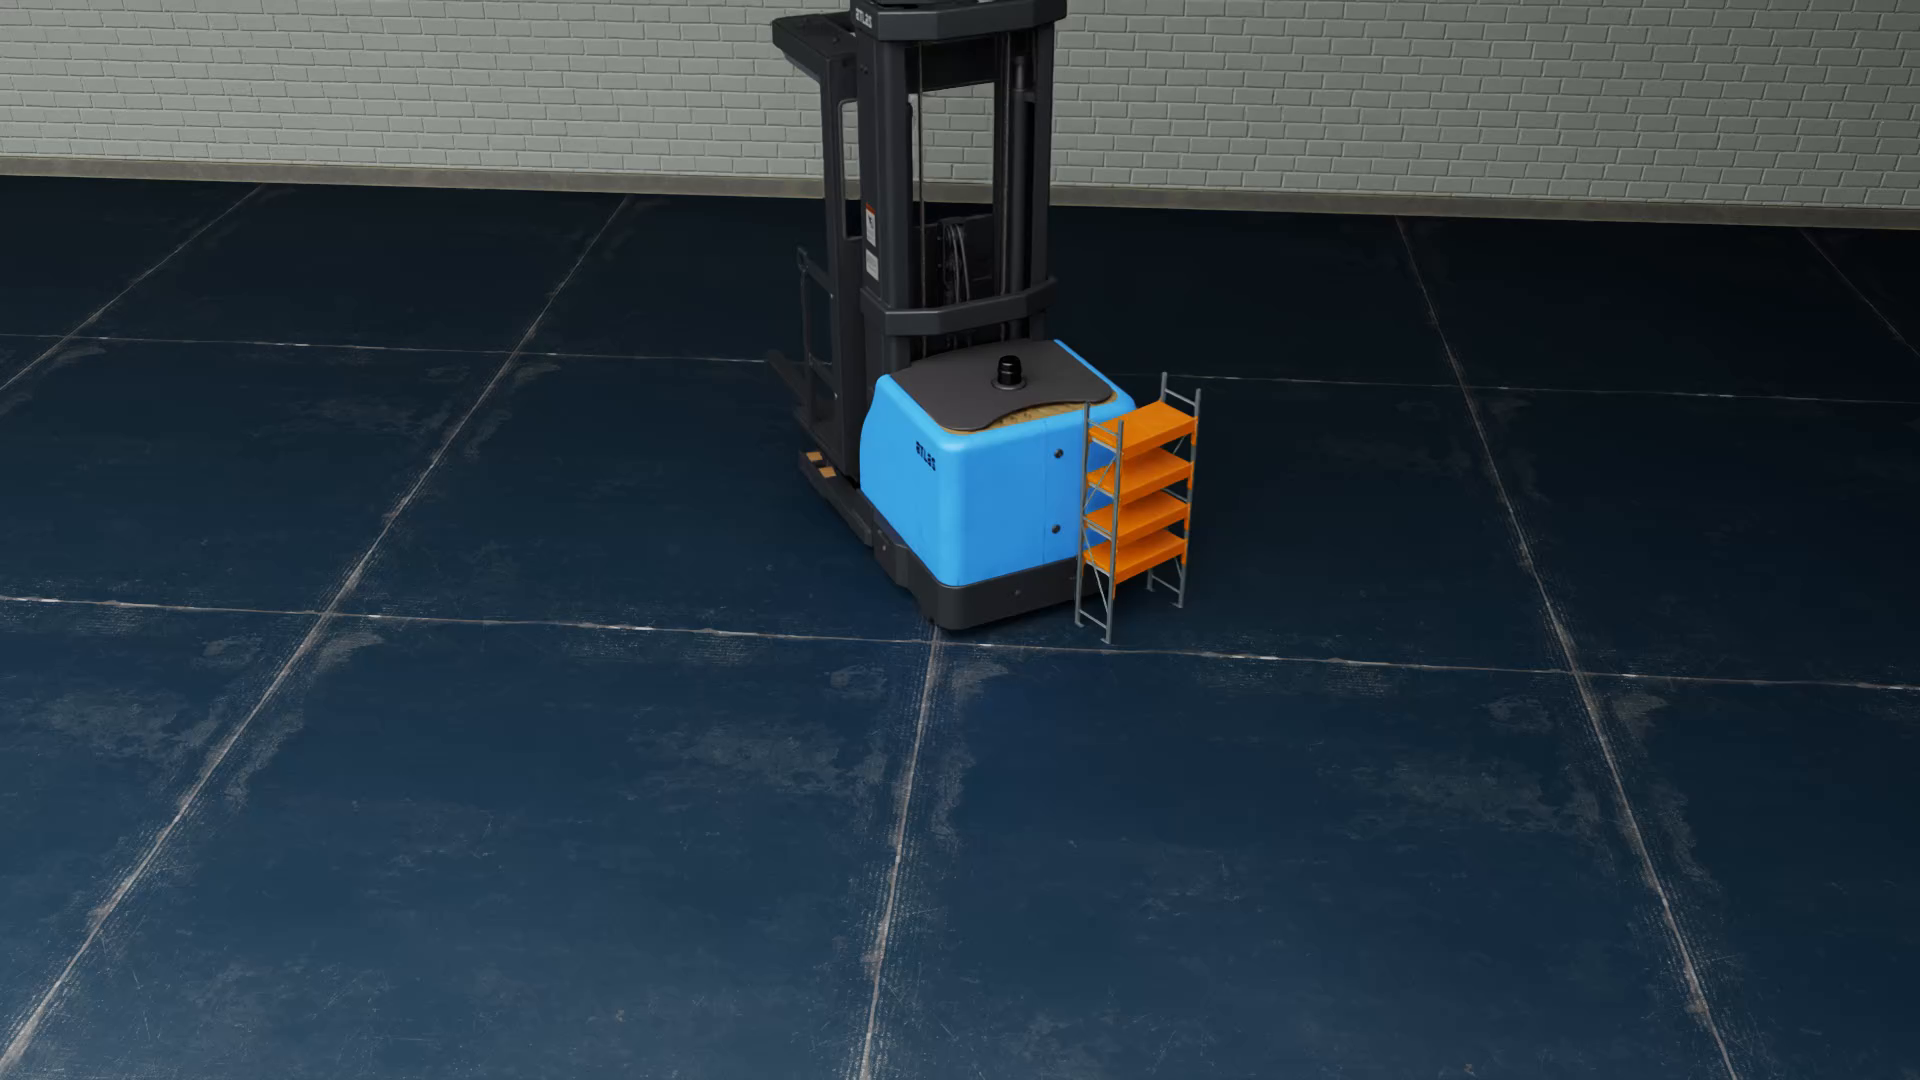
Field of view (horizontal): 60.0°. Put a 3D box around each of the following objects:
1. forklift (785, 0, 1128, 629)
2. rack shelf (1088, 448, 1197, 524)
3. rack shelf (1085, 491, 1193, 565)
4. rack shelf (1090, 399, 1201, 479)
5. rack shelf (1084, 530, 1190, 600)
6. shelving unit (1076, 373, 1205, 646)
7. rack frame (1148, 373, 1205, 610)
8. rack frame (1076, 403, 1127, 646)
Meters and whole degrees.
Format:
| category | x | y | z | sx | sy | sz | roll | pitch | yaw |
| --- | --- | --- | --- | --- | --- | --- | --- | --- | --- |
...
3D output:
| category | x | y | z | sx | sy | sz | roll | pitch | yaw |
| --- | --- | --- | --- | --- | --- | --- | --- | --- | --- |
| forklift | -0.202 | -1.585 | 8.528 | 1.130 | 2.935 | 3.031 | -11 | 33 | -18 |
| rack shelf | 0.840 | -0.266 | 7.738 | 0.480 | 0.148 | 0.258 | -23 | 39 | -32 |
| rack shelf | 0.838 | -0.077 | 7.856 | 0.480 | 0.148 | 0.258 | -23 | 39 | -32 |
| rack shelf | 0.841 | -0.467 | 7.612 | 0.480 | 0.148 | 0.258 | -23 | 39 | -32 |
| rack shelf | 0.837 | 0.091 | 7.962 | 0.480 | 0.148 | 0.258 | -23 | 39 | -32 |
| shelving unit | 0.839 | -0.134 | 7.821 | 0.503 | 1.200 | 0.258 | -23 | 39 | -32 |
| rack frame | 1.029 | -0.214 | 7.950 | 0.015 | 1.200 | 0.240 | -23 | 39 | -32 |
| rack frame | 0.648 | -0.054 | 7.691 | 0.015 | 1.200 | 0.240 | -23 | 39 | -32 |
